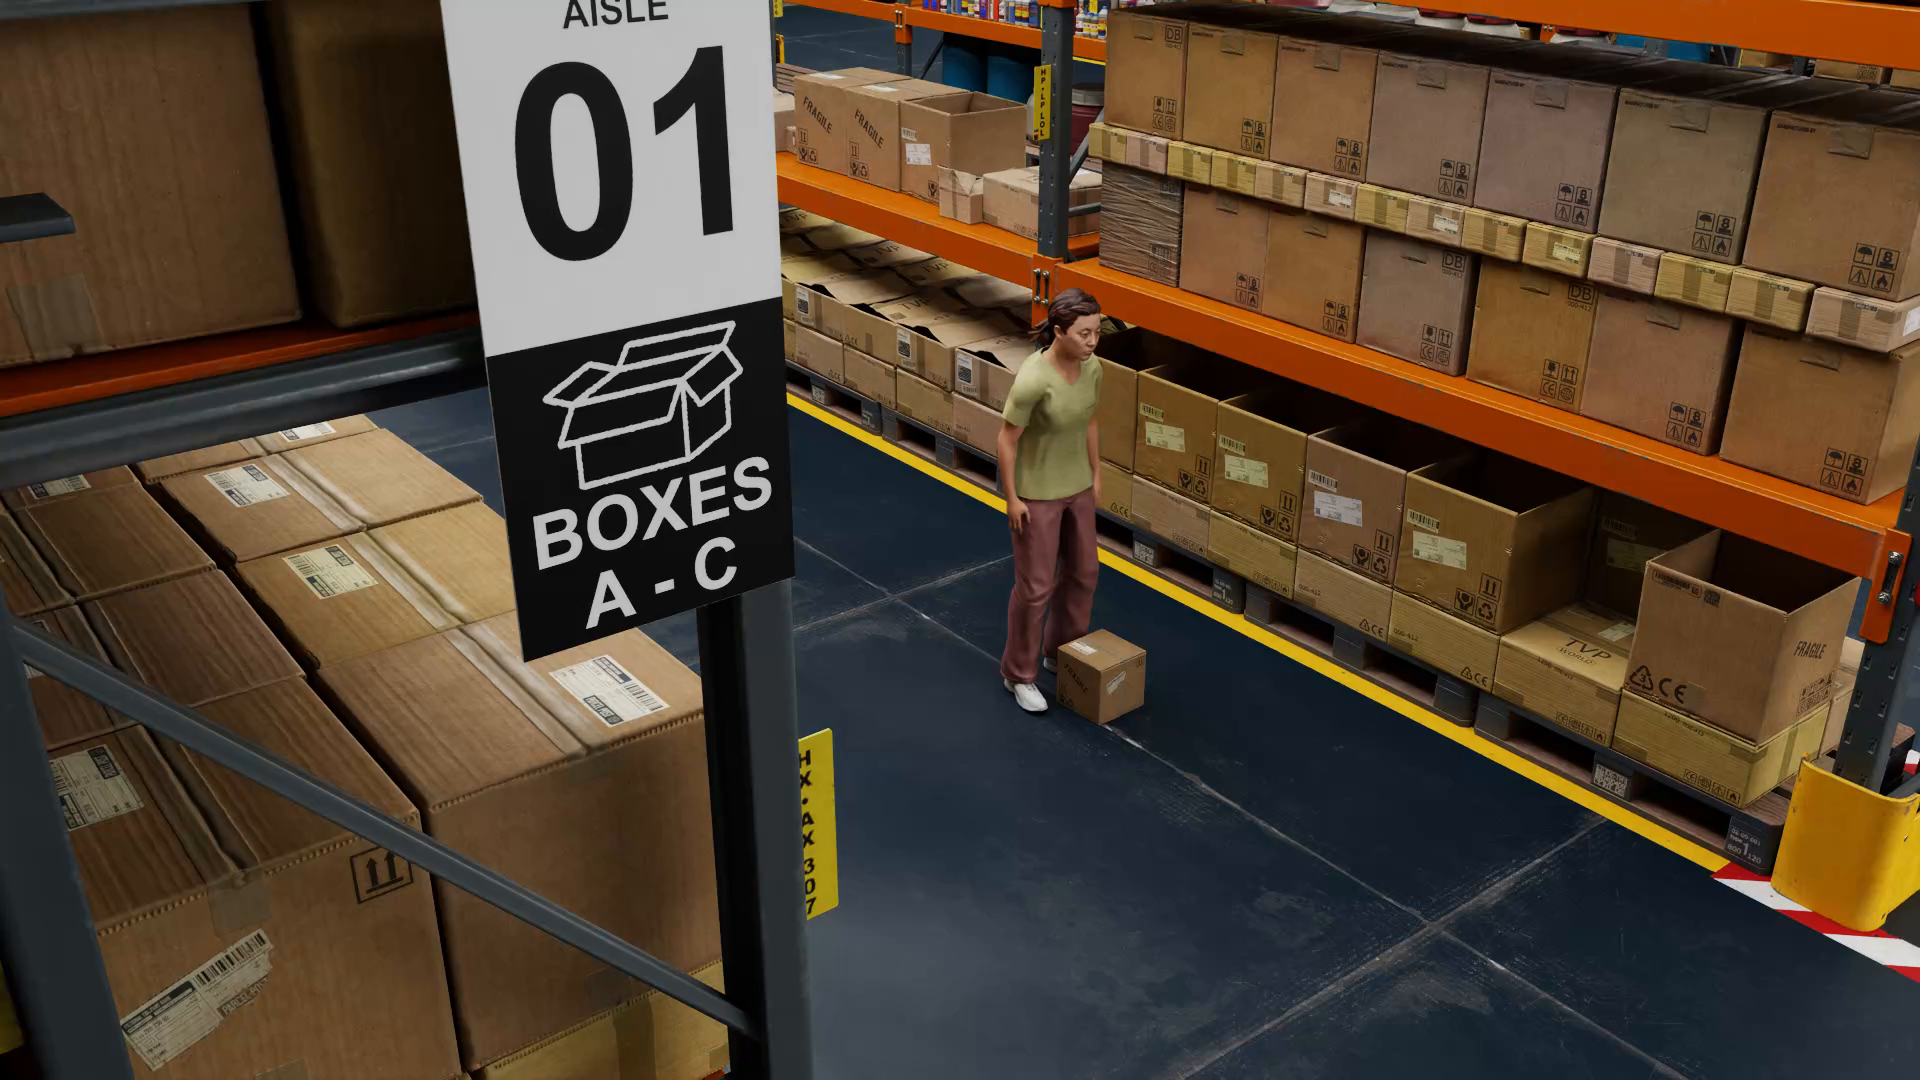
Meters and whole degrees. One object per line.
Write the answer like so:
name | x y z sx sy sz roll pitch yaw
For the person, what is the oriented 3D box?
person | 0.379 -0.175 6.486 0.496 1.672 0.362 -19 31 -35
